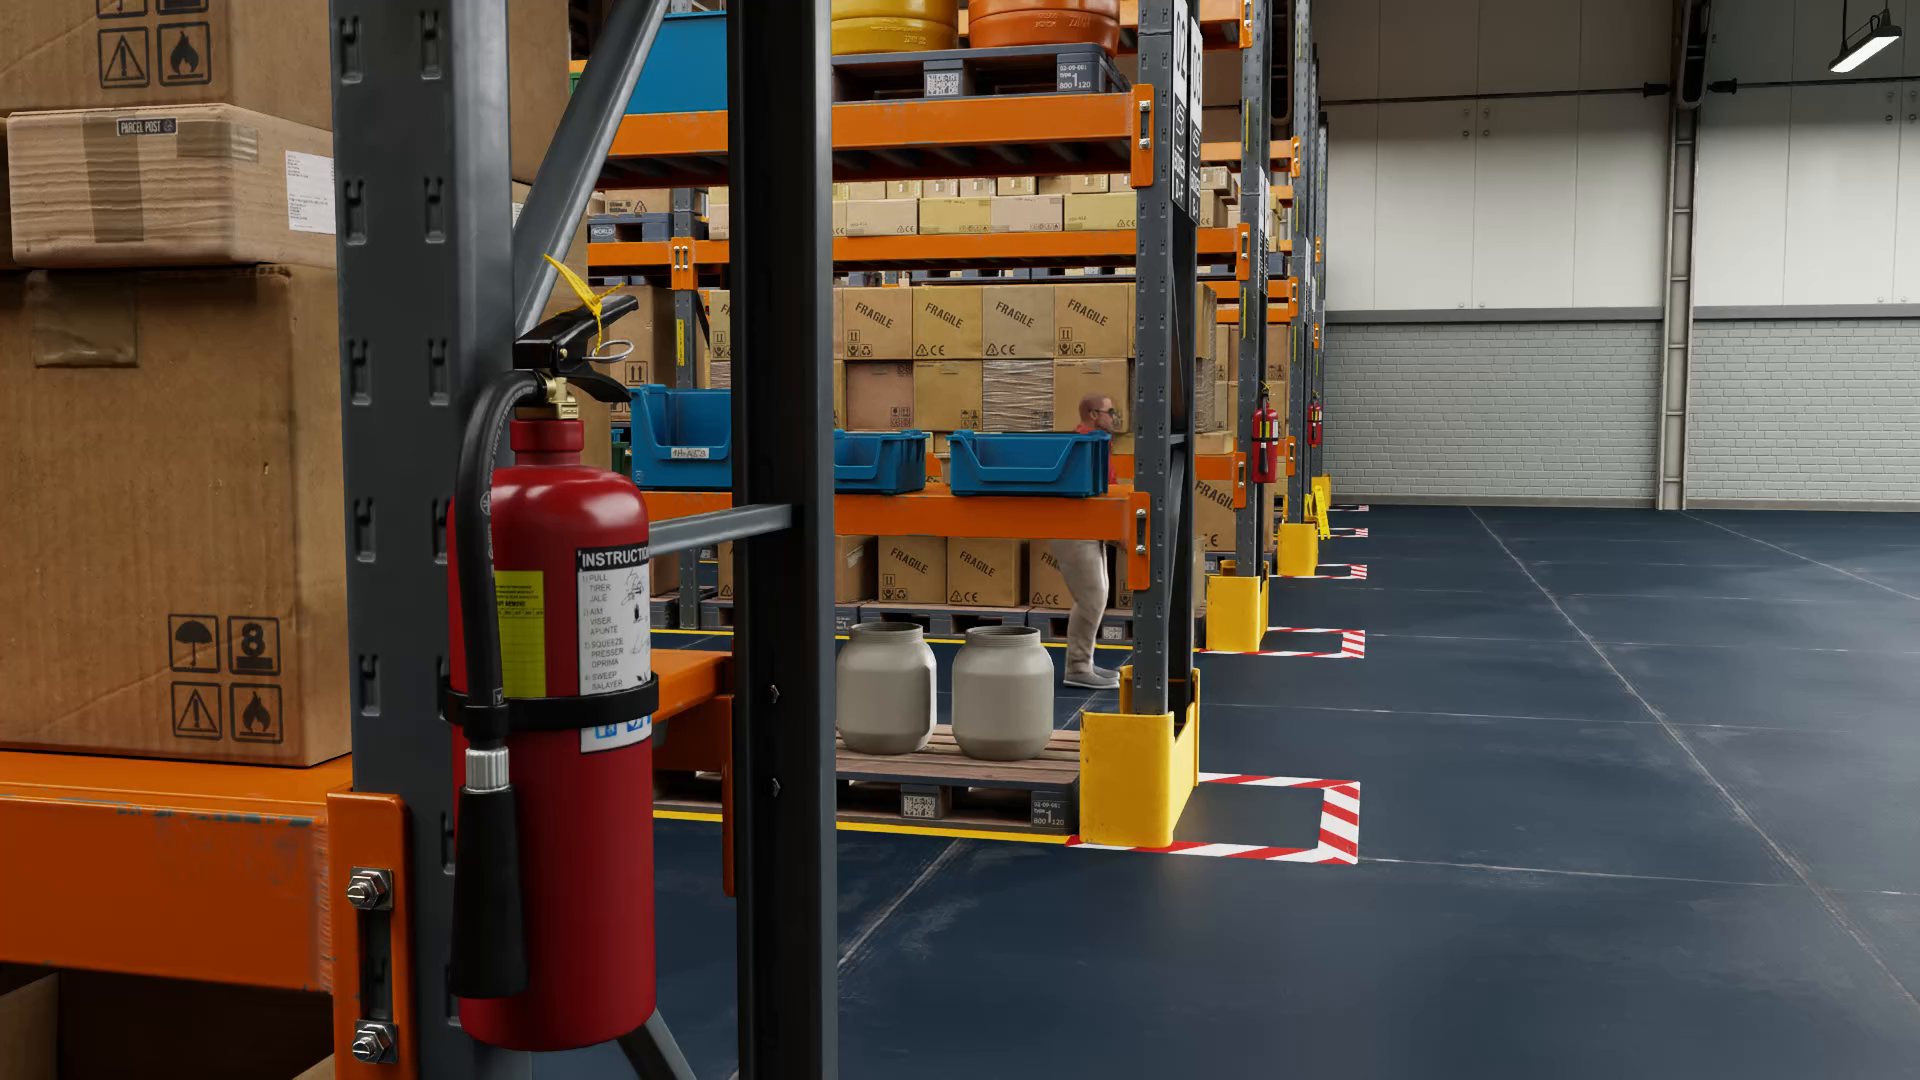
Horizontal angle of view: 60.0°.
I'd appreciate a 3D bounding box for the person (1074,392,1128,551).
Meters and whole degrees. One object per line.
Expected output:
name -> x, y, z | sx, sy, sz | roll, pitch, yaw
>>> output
person -> 0.848, -0.405, 9.700 | 0.480, 0.915, 0.489 | 1, 5, 13
